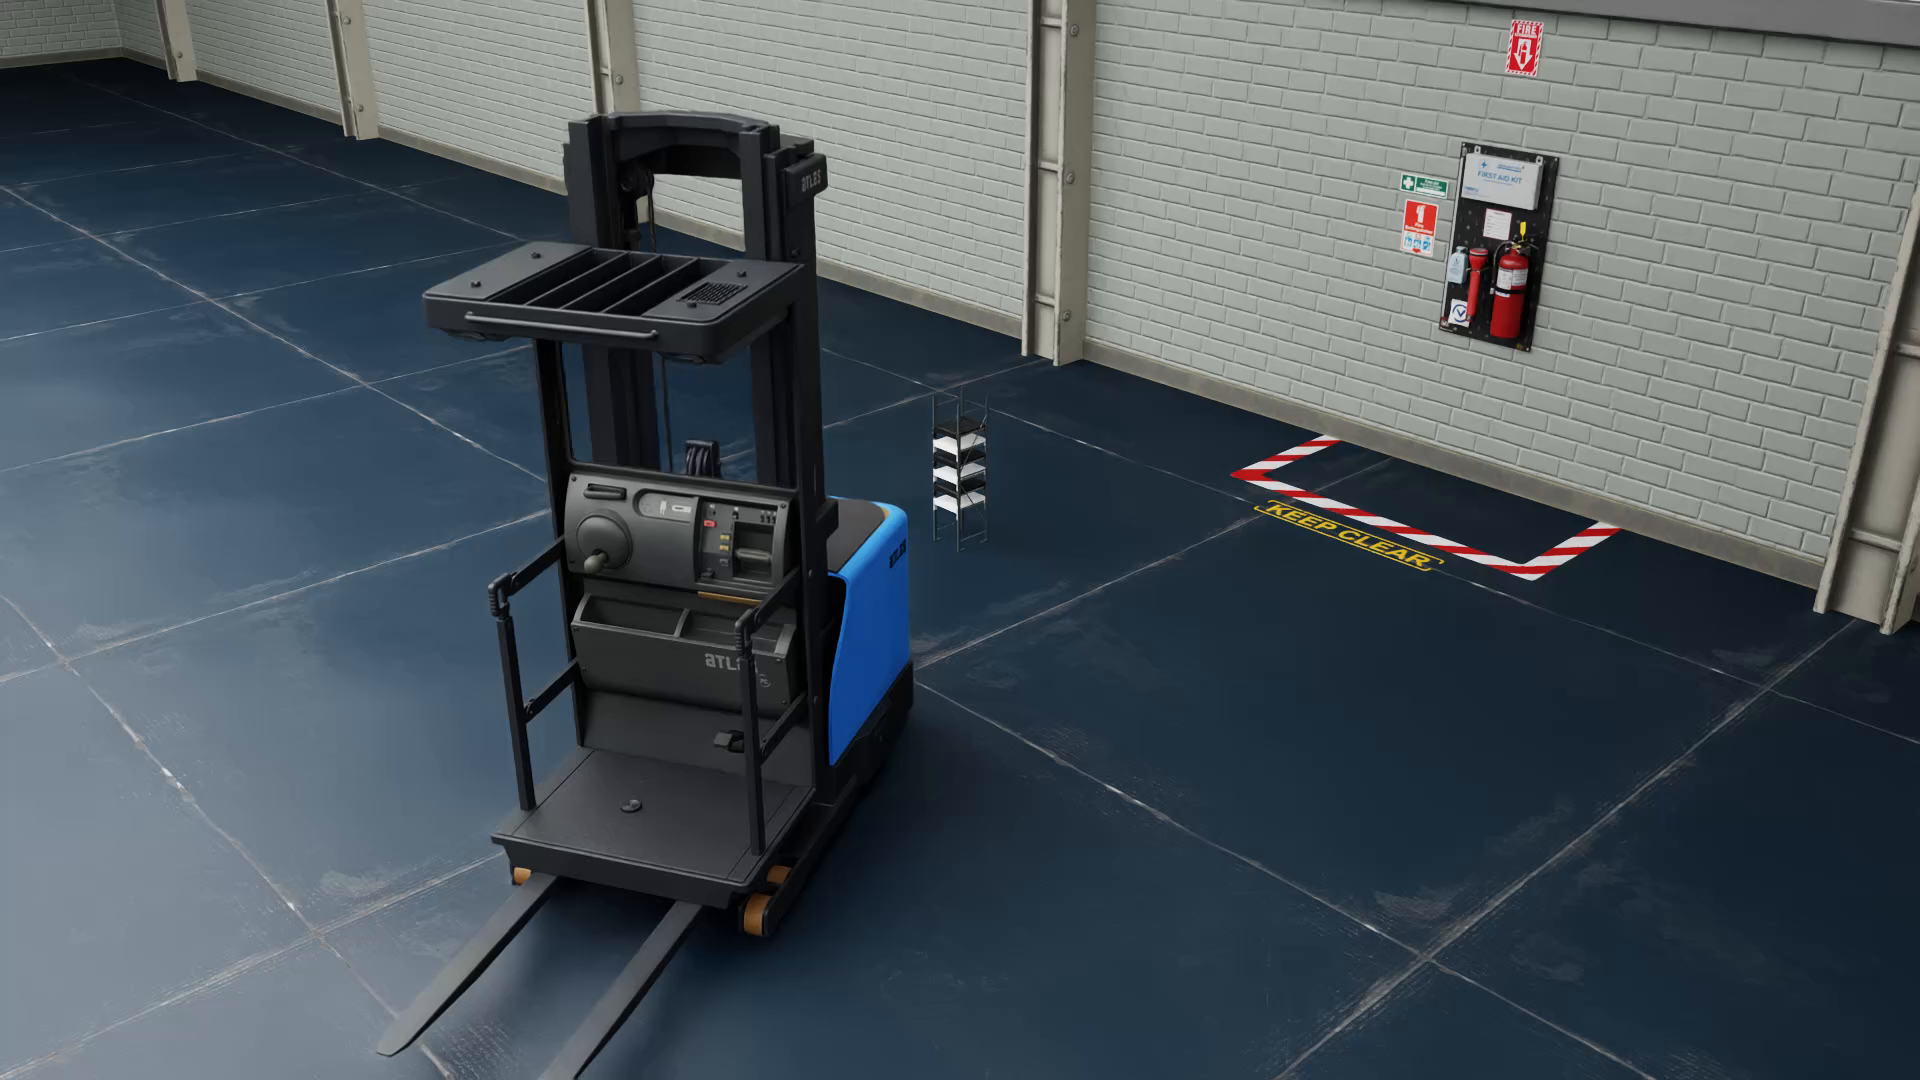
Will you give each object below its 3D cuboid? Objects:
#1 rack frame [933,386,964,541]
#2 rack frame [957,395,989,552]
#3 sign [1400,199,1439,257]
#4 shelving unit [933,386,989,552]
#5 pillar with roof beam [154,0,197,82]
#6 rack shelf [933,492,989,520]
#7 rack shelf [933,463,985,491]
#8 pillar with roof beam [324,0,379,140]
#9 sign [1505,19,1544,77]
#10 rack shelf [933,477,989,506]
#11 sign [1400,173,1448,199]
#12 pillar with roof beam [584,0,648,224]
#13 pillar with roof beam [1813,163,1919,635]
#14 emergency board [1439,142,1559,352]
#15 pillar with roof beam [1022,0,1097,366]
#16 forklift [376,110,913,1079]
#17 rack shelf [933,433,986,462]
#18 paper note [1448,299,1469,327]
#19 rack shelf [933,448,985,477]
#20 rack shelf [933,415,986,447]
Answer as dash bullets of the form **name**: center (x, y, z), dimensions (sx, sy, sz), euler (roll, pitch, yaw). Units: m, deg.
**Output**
- **rack frame**: center (-0.064, -0.438, 9.625), dimensions (0.240, 0.900, 0.006), euler (-21, 32, -38)
- **rack frame**: center (0.075, -0.376, 9.490), dimensions (0.240, 0.900, 0.006), euler (-21, 32, -38)
- **sign**: center (2.858, -1.943, 10.352), dimensions (0.001, 0.329, 0.234), euler (-21, 32, -38)
- **shelving unit**: center (0.006, -0.407, 9.558), dimensions (0.258, 0.900, 0.210), euler (-21, 32, -38)
- **pillar with roof beam**: center (-14.724, -9.750, 20.280), dimensions (9.100, 9.000, 0.400), euler (-21, 32, -38)
- **rack shelf**: center (0.006, -0.213, 9.646), dimensions (0.258, 0.077, 0.200), euler (-21, 32, -38)
- **rack shelf**: center (0.006, -0.377, 9.572), dimensions (0.258, 0.077, 0.200), euler (-21, 32, -38)
- **pillar with roof beam**: center (-10.623, -7.932, 16.295), dimensions (9.100, 9.000, 0.400), euler (-21, 32, -38)
- **sign**: center (3.228, -2.815, 9.515), dimensions (0.001, 0.298, 0.199), euler (-21, 32, -38)
- **rack shelf**: center (0.006, -0.295, 9.609), dimensions (0.258, 0.077, 0.200), euler (-21, 32, -38)
- **sign**: center (2.855, -2.180, 10.234), dimensions (0.001, 0.109, 0.331), euler (-21, 32, -38)
- **pillar with roof beam**: center (-6.522, -6.114, 12.311), dimensions (9.100, 9.000, 0.400), euler (-21, 32, -38)
- **pillar with roof beam**: center (1.680, -2.479, 4.341), dimensions (9.100, 9.000, 0.400), euler (-21, 32, -38)
- **emergency board**: center (3.161, -1.730, 9.928), dimensions (0.194, 1.169, 0.643), euler (-21, 32, -38)
- **pillar with roof beam**: center (-2.421, -4.297, 8.326), dimensions (9.100, 9.000, 0.400), euler (-21, 32, -38)
- **forklift**: center (-1.154, 0.007, 6.203), dimensions (1.130, 2.935, 3.031), euler (8, 26, 16)
- **rack shelf**: center (0.006, -0.540, 9.497), dimensions (0.258, 0.077, 0.200), euler (-21, 32, -38)
- **paper note**: center (3.090, -1.403, 10.272), dimensions (0.016, 0.148, 0.142), euler (-21, 32, -38)
- **rack shelf**: center (0.006, -0.459, 9.534), dimensions (0.258, 0.077, 0.200), euler (-21, 32, -38)
- **rack shelf**: center (0.006, -0.622, 9.460), dimensions (0.258, 0.077, 0.200), euler (-21, 32, -38)
